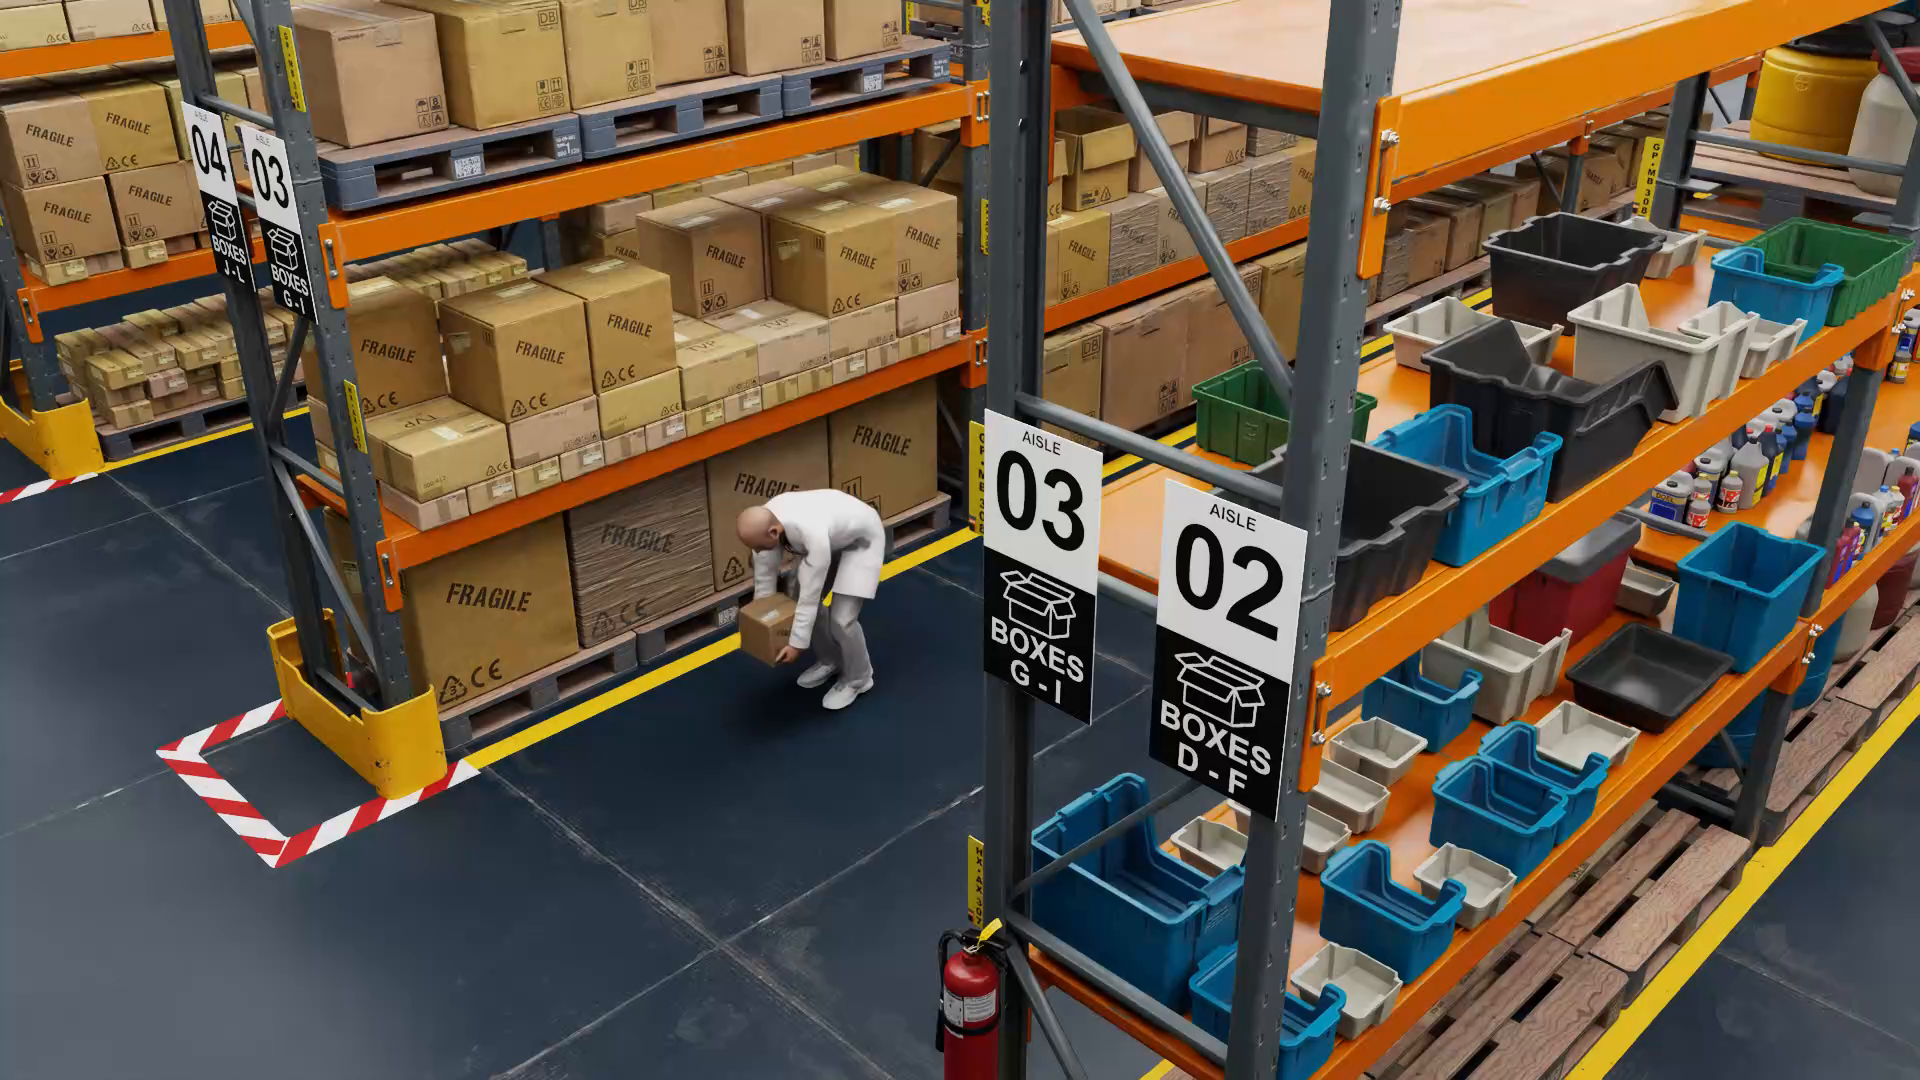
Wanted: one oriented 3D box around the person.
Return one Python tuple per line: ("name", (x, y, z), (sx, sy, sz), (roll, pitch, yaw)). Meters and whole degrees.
("person", (-0.777, 0.299, 8.626), (0.562, 1.258, 0.909), (23, 35, 37))
